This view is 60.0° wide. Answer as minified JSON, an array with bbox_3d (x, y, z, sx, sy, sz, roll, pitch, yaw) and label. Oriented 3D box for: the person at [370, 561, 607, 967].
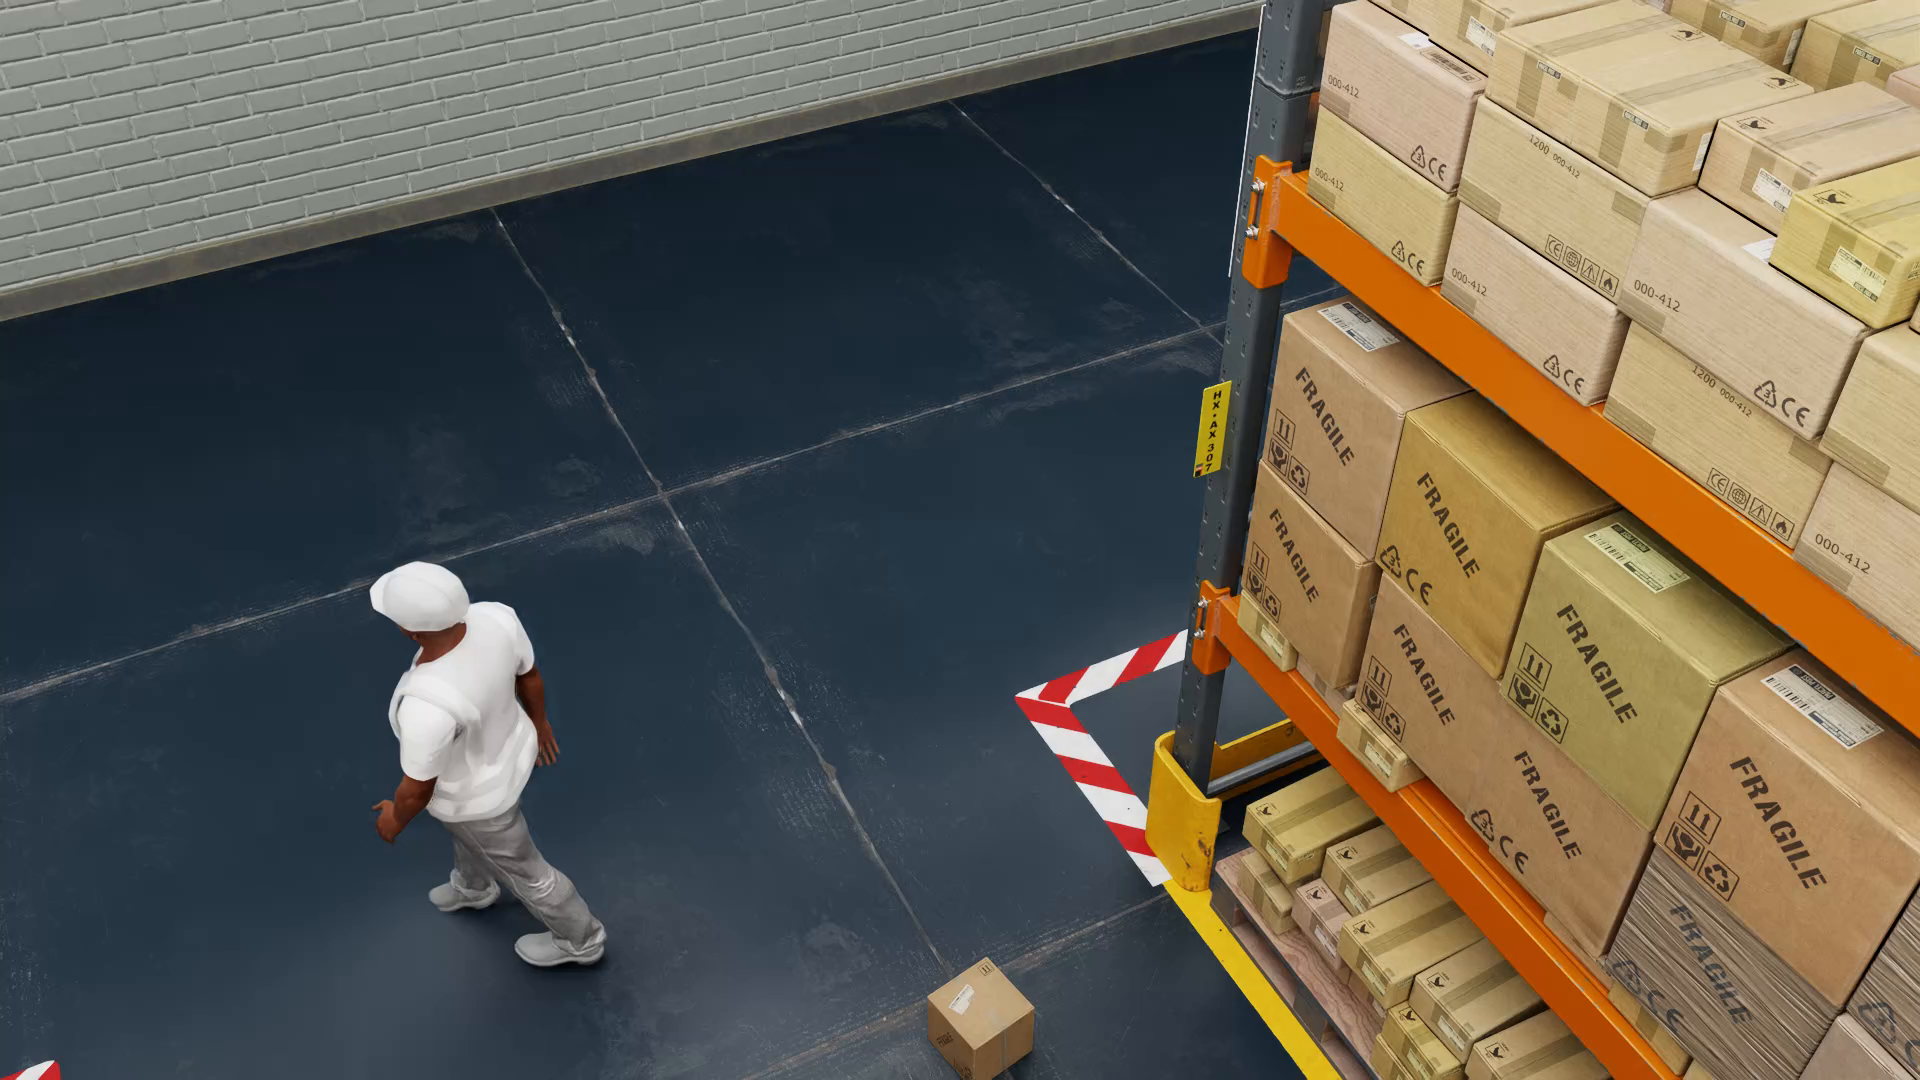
[{"bbox_3d":[-1.580,0.753,5.286,0.742,1.806,0.583,6,41,7],"label":"person"}]
